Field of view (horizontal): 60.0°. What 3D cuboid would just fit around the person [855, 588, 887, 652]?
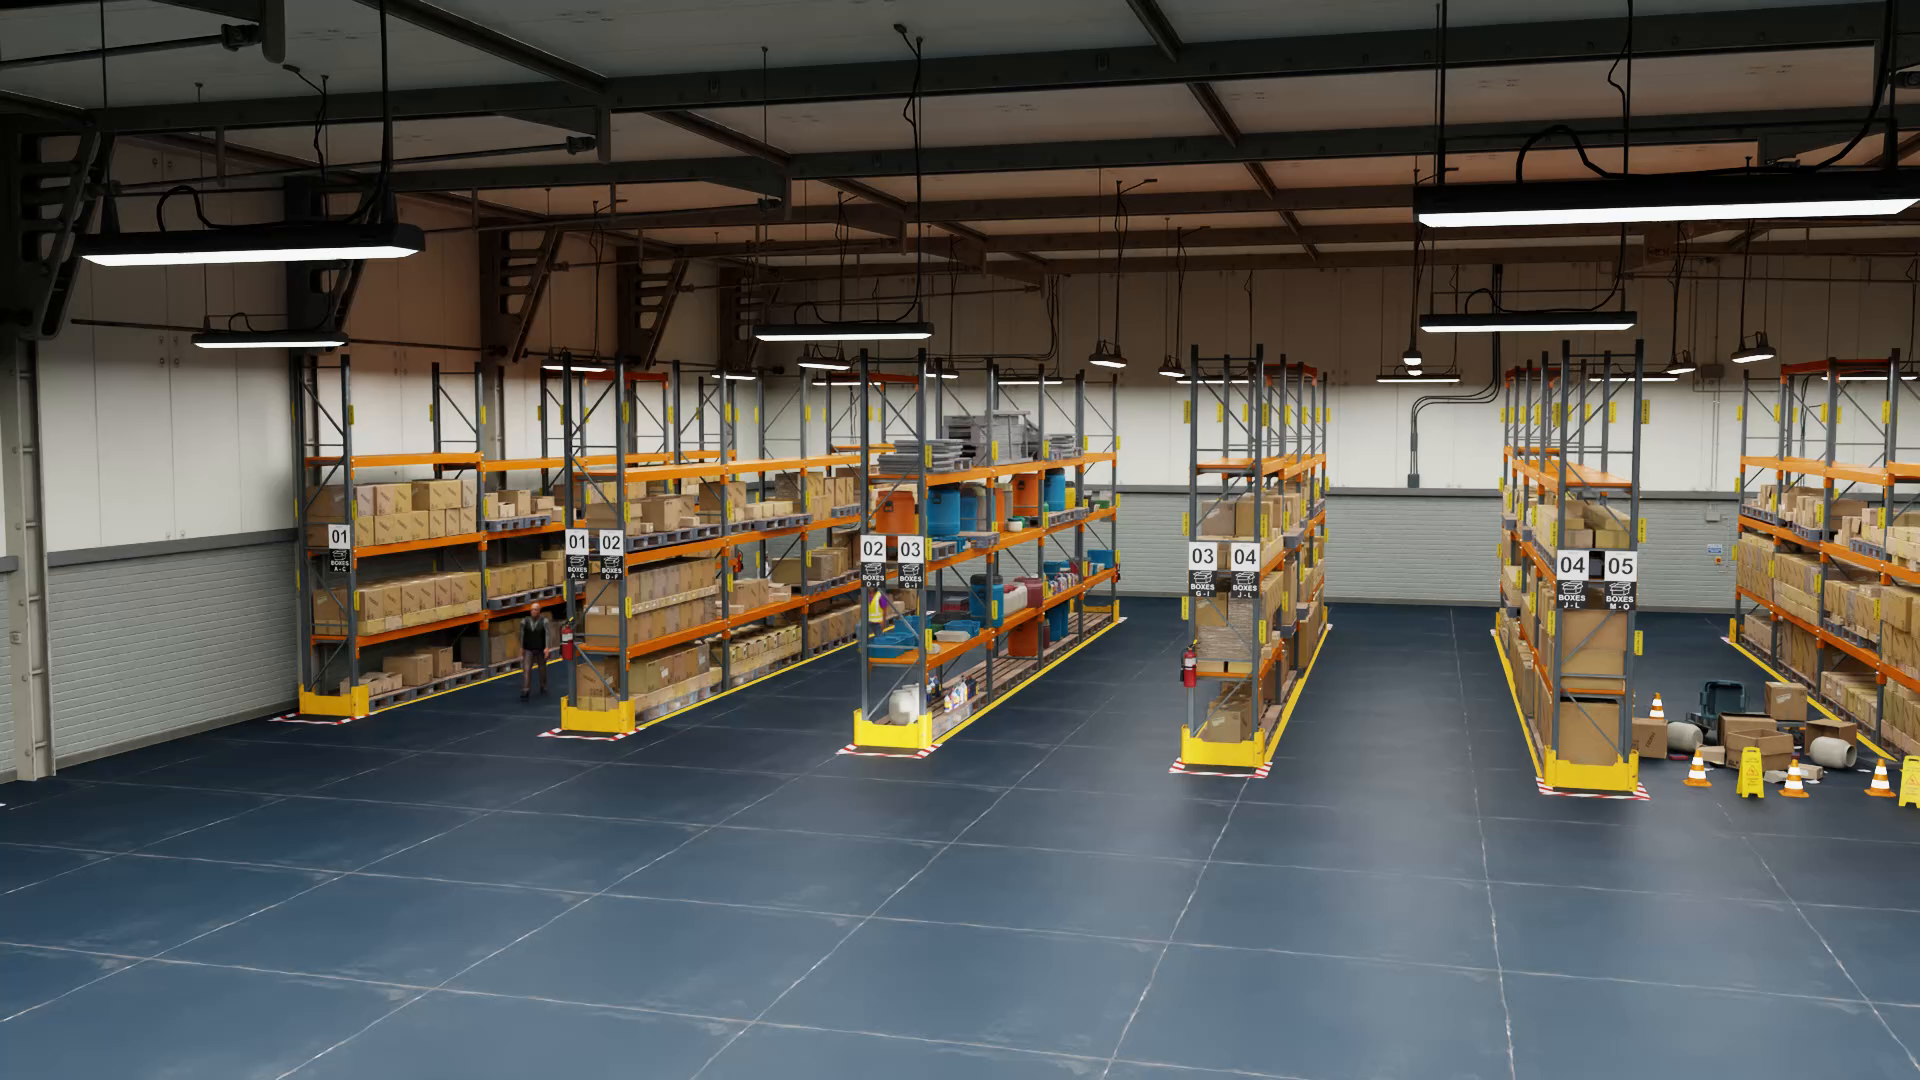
[{"bbox_3d":[-1.780,1.620,33.341,0.664,1.680,1.084,1,5,18],"label":"person"}]

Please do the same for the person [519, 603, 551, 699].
[{"bbox_3d":[-7.536,1.948,29.495,0.568,1.668,1.068,-1,4,-9],"label":"person"}]

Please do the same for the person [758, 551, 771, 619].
[{"bbox_3d":[-4.843,1.116,40.687,0.448,1.677,0.514,-2,5,-25],"label":"person"}]
